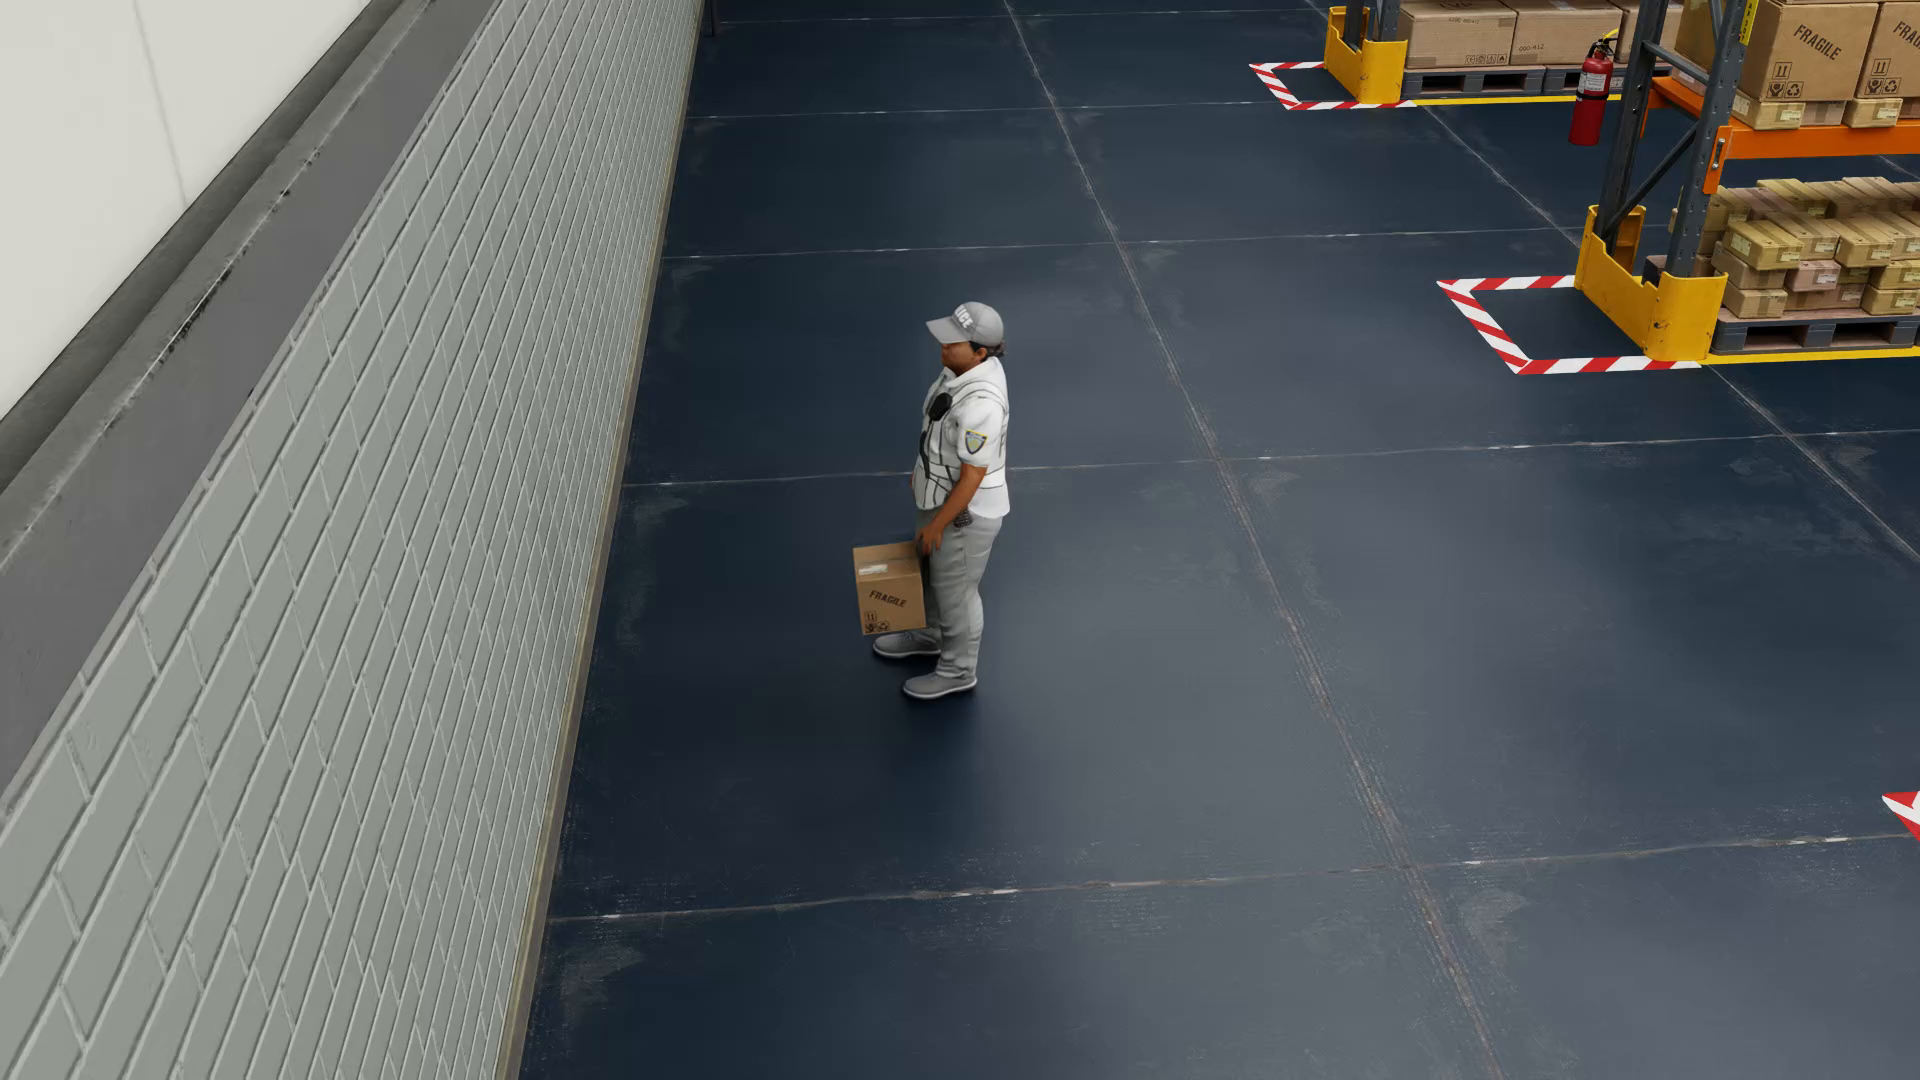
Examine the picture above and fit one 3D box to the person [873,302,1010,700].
[{"bbox_3d":[-0.081,-0.145,6.350,0.523,1.670,0.575,-3,31,-4],"label":"person"}]
